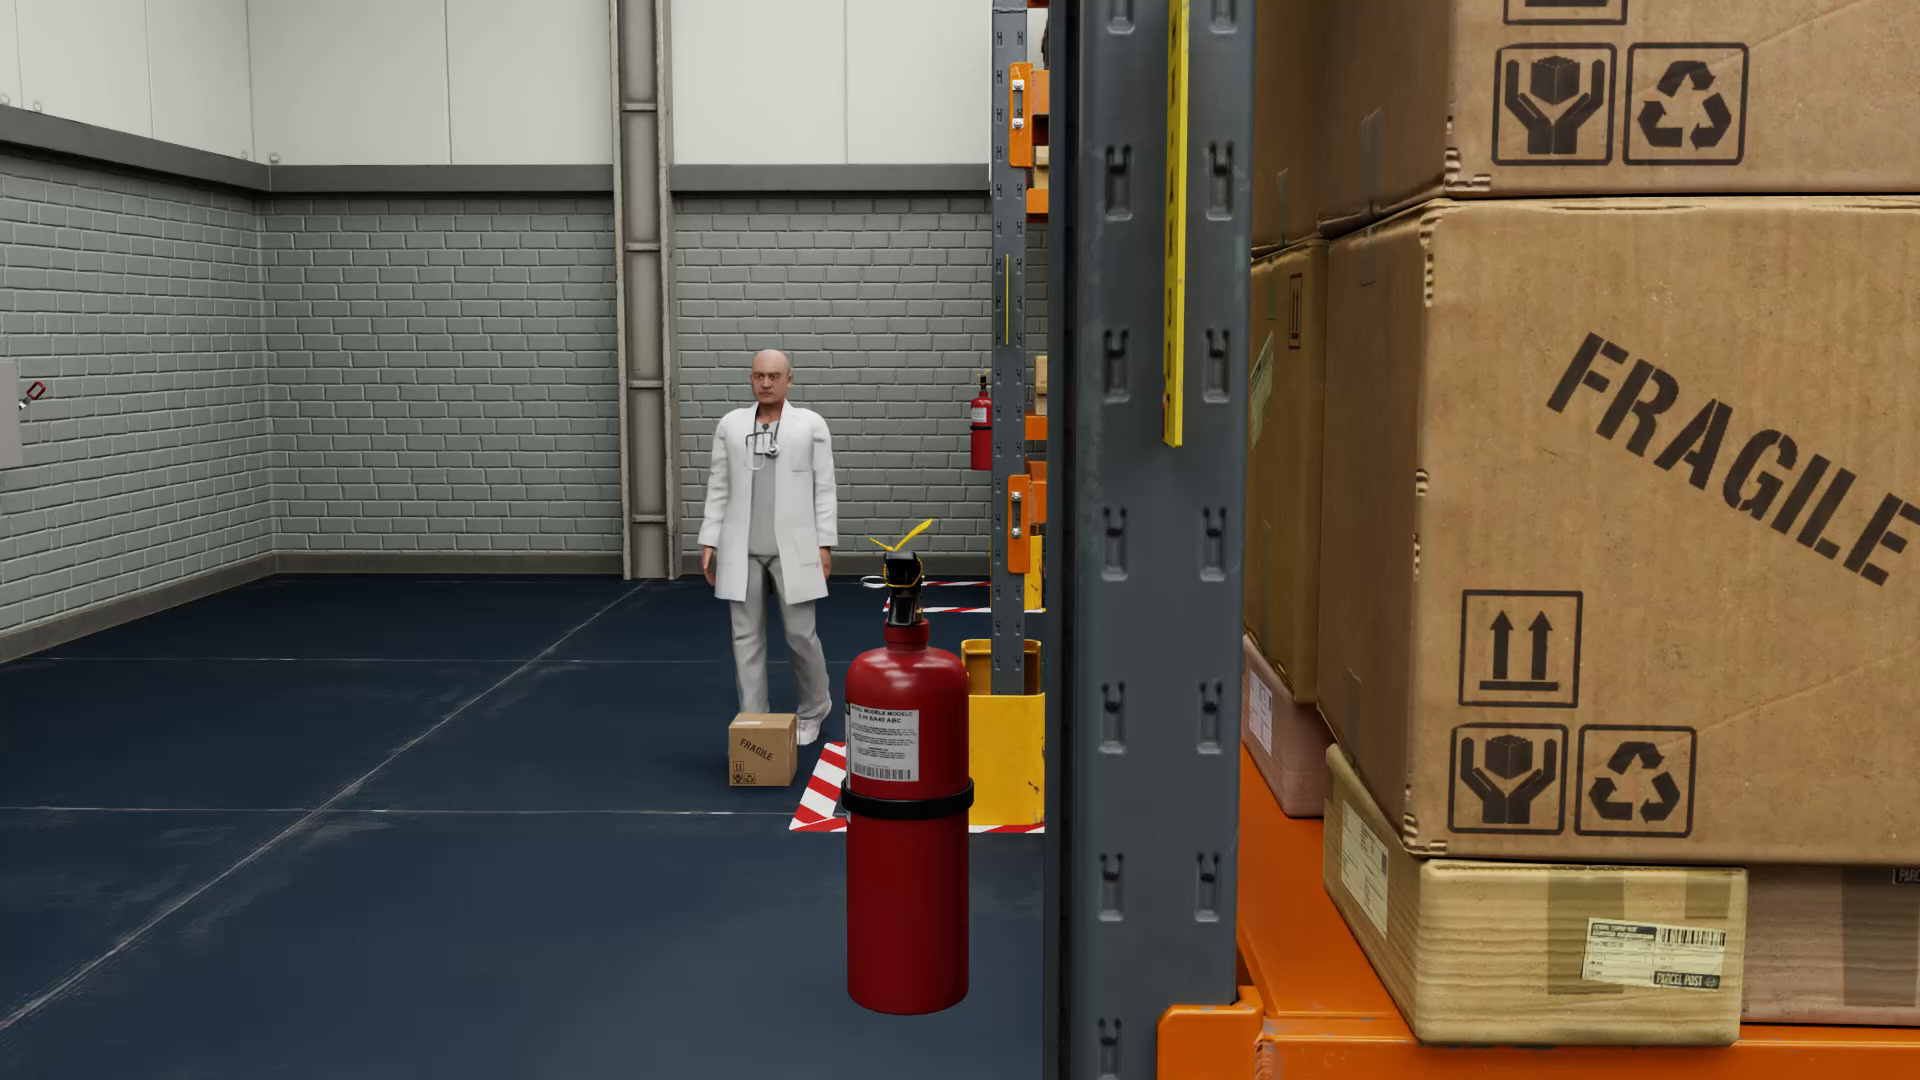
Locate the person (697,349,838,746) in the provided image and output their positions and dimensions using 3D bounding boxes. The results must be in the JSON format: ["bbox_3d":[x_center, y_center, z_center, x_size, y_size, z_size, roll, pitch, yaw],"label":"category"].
[{"bbox_3d":[-0.864,0.057,7.392,0.625,1.799,0.683,1,7,6],"label":"person"}]
